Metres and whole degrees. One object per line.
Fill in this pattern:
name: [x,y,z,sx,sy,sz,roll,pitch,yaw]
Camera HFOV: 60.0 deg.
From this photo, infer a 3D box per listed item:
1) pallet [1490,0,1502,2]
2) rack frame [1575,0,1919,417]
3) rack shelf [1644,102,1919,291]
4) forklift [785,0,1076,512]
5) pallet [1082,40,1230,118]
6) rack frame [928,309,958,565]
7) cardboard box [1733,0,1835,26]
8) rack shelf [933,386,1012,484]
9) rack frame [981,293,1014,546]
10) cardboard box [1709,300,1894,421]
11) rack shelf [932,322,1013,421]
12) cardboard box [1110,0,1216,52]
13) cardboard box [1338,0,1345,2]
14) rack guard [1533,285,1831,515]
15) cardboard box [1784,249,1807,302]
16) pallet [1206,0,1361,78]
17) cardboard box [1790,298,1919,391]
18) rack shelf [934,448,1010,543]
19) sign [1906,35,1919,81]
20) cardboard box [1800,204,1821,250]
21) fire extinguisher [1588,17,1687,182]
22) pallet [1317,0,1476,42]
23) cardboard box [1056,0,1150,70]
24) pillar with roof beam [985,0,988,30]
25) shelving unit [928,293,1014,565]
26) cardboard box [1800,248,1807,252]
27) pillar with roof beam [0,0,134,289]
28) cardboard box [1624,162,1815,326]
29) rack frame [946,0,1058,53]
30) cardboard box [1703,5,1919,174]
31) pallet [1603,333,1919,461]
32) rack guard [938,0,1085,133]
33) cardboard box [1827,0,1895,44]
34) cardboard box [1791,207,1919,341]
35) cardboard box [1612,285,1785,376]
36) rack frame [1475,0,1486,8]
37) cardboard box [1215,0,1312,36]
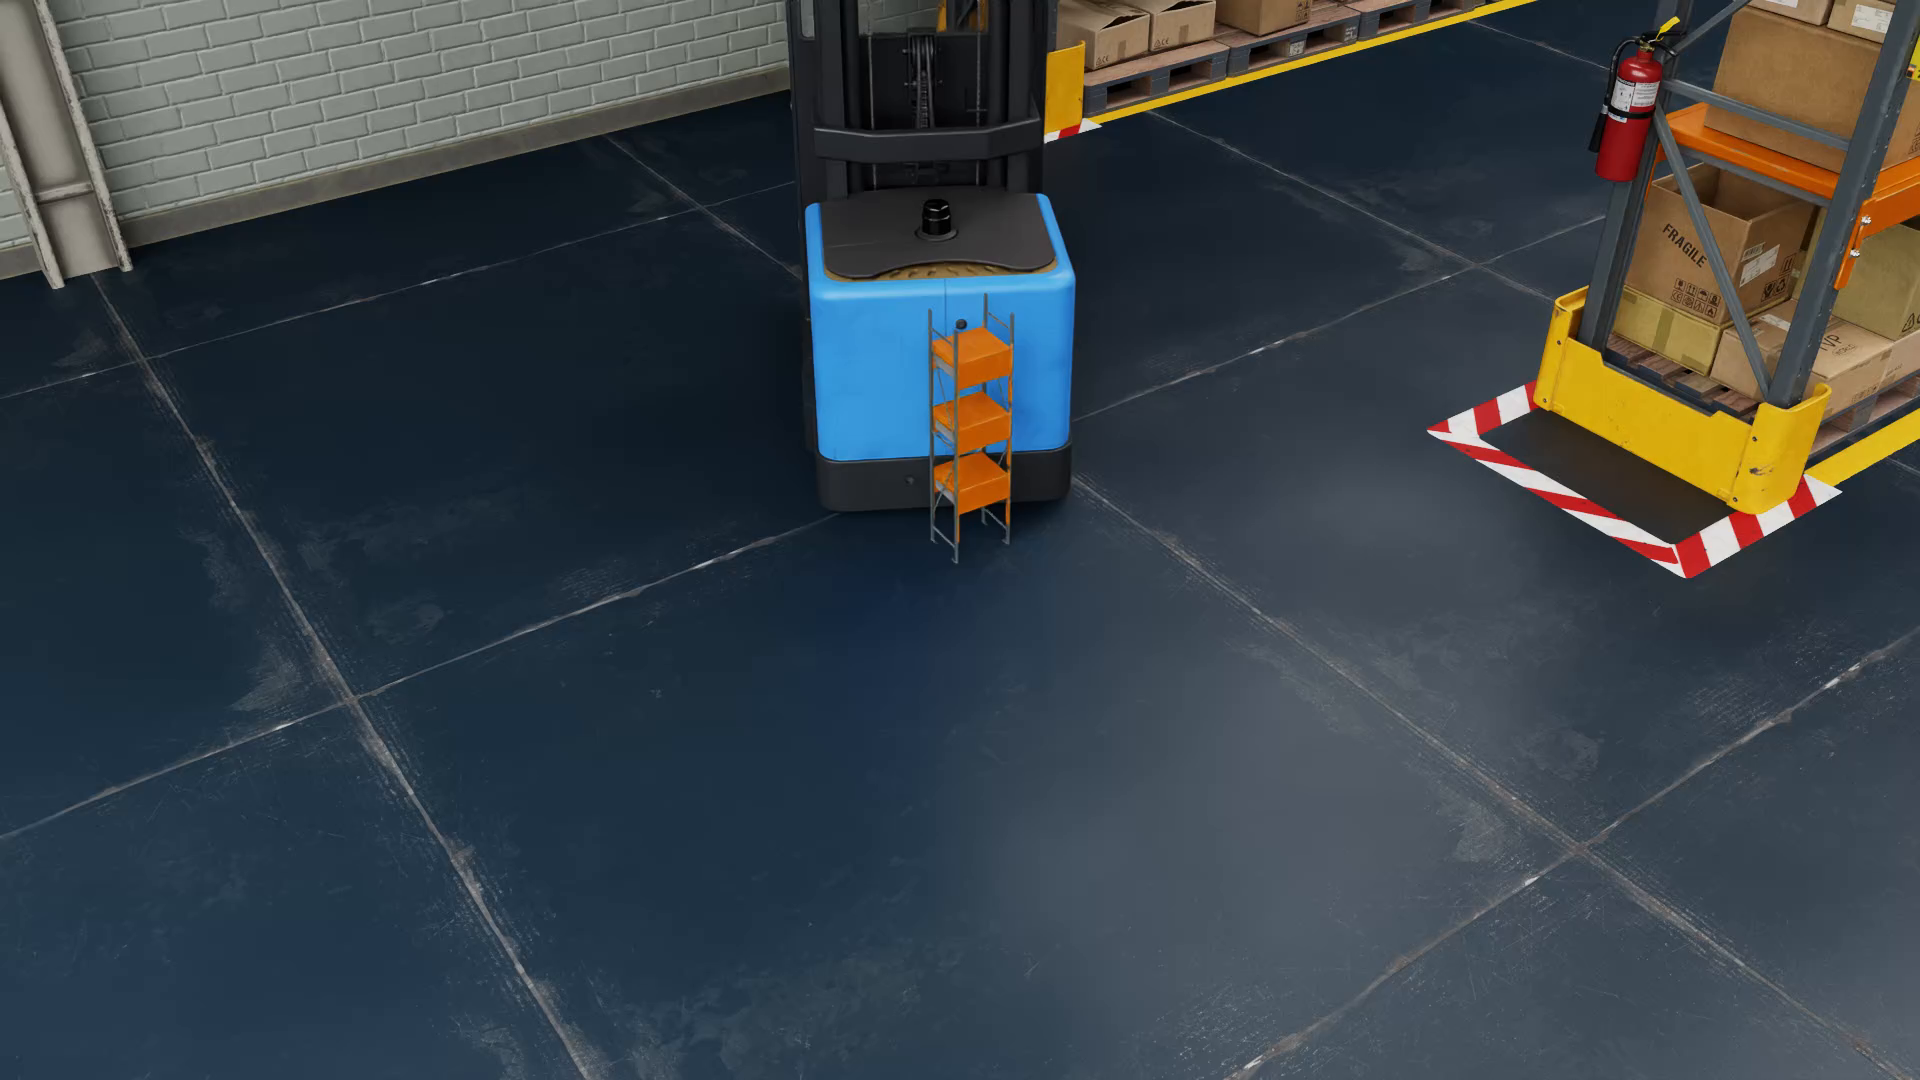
pallet: [4.152,-4.491,12.814,1.213,0.211,1.003,-22,41,-28]
rack frame: [3.104,-1.652,6.478,0.127,3.000,1.000,-22,41,-28]
rack shelf: [4.738,-2.033,7.624,4.000,0.370,1.077,-22,41,-28]
forklift: [-0.203,-2.149,7.228,1.130,2.935,3.031,-3,36,-5]
pallet: [0.993,-3.165,10.970,1.213,0.211,1.003,-22,41,-28]
rack frame: [-0.063,-0.378,6.376,0.008,1.050,0.200,-20,40,-25]
cardboard box: [3.306,-2.176,6.565,0.250,0.149,0.380,-23,42,-29]
rack shelf: [0.041,-0.407,6.434,0.240,0.259,0.215,-20,40,-25]
rack frame: [0.144,-0.453,6.480,0.008,1.050,0.200,-20,40,-25]
cardboard box: [3.670,-0.781,7.262,0.500,0.250,0.500,-22,41,-28]
rack shelf: [0.041,-0.637,6.269,0.240,0.259,0.215,-20,40,-25]
cardboard box: [1.330,-3.484,10.951,0.500,0.311,0.500,-19,40,-24]
cardboard box: [2.691,-4.156,11.724,0.500,0.500,0.500,-26,43,-31]
rack guard: [3.084,-0.629,7.197,0.348,0.500,1.175,-22,41,-28]
cardboard box: [3.773,-1.202,7.847,0.500,0.250,0.500,-22,41,-28]
pallet: [1.990,-3.573,11.537,1.213,0.211,1.003,-22,41,-28]
cardboard box: [4.077,-0.951,7.498,0.500,0.250,0.500,-22,41,-28]
rack shelf: [0.041,-0.181,6.597,0.240,0.259,0.215,-20,40,-25]
sign: [3.418,-1.769,5.831,0.005,0.325,0.100,-22,41,-28]
cardboard box: [4.179,-1.677,7.865,0.500,0.500,0.500,-22,41,-28]
fire extinguisher: [2.739,-1.803,6.754,0.183,0.674,0.296,-22,41,-28]
pallet: [2.988,-3.986,12.111,1.213,0.211,1.003,-22,41,-28]
cardboard box: [0.864,-3.292,10.684,0.500,0.311,0.500,-28,44,-33]
pillar with roof beam: [2.801,-5.044,6.057,0.400,9.000,9.100,-22,41,-28]
shelving unit: [0.041,-0.415,6.428,0.252,1.050,0.215,-20,40,-25]
cardboard box: [4.181,-1.371,8.082,0.500,0.250,0.500,-22,41,-28]
pillar with roof beam: [-2.104,-3.026,3.251,0.400,9.000,9.100,-22,41,-28]
cardboard box: [3.370,-1.333,7.388,0.500,0.500,0.500,-22,41,-28]
rack frame: [0.247,-4.015,9.764,0.127,3.000,1.000,-22,41,-28]
cardboard box: [3.493,-1.844,6.659,0.500,0.500,0.700,-22,41,-28]
pallet: [3.705,-0.797,7.678,1.213,0.211,1.003,-22,41,-28]
rack guard: [0.309,-3.026,10.529,0.348,0.500,1.175,-22,41,-28]
cardboard box: [3.548,-1.985,6.300,0.250,0.149,0.380,-23,41,-28]
cardboard box: [4.078,-1.254,7.278,0.500,0.500,0.500,-22,41,-28]
cardboard box: [3.372,-1.028,7.605,0.500,0.250,0.500,-22,41,-28]
rack frame: [3.516,-5.361,11.634,0.127,3.000,1.000,-22,41,-28]
cardboard box: [1.959,-3.783,11.206,0.500,0.500,0.700,-25,43,-31]
